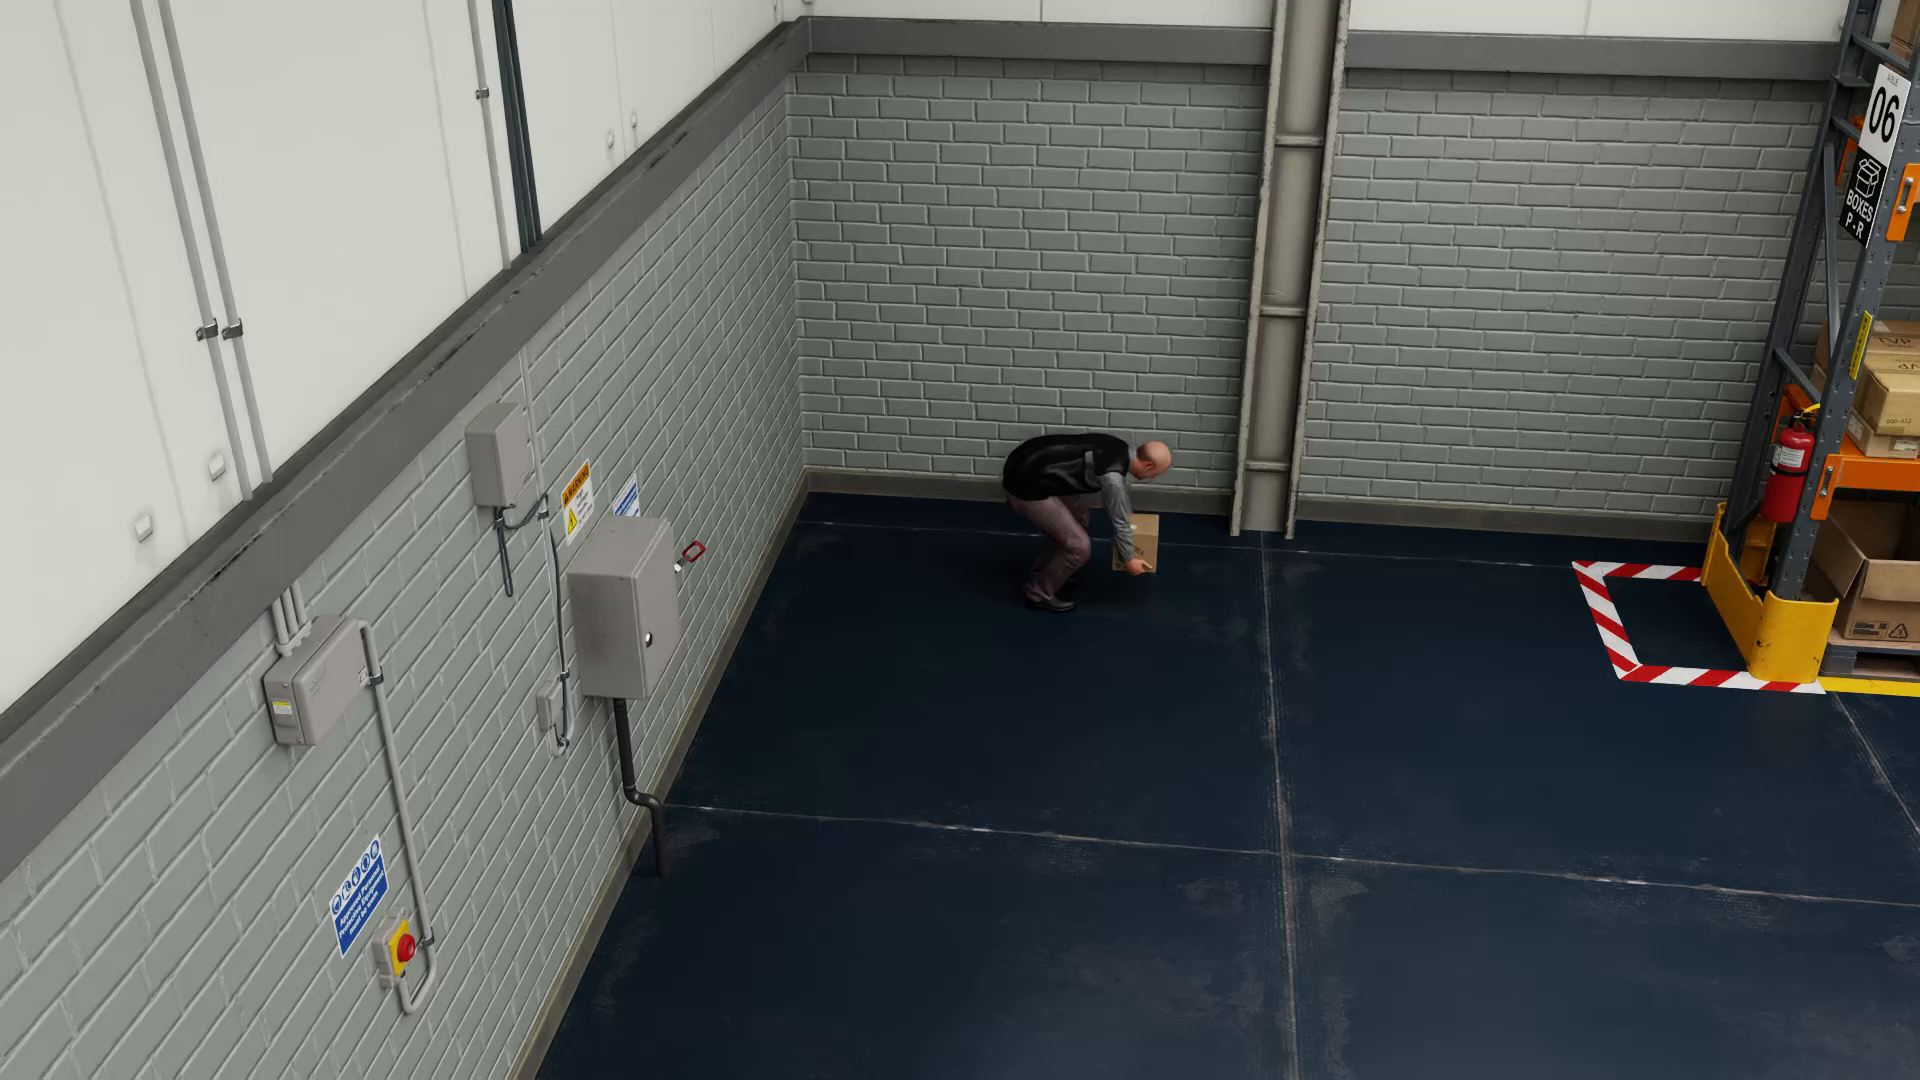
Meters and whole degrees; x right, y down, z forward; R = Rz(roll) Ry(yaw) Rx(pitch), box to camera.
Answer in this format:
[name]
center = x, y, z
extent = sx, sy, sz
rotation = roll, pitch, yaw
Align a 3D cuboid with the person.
[person]
center = 0.718, -0.124, 9.595
extent = 0.951, 1.048, 0.508
rotation = 2, 28, 4
